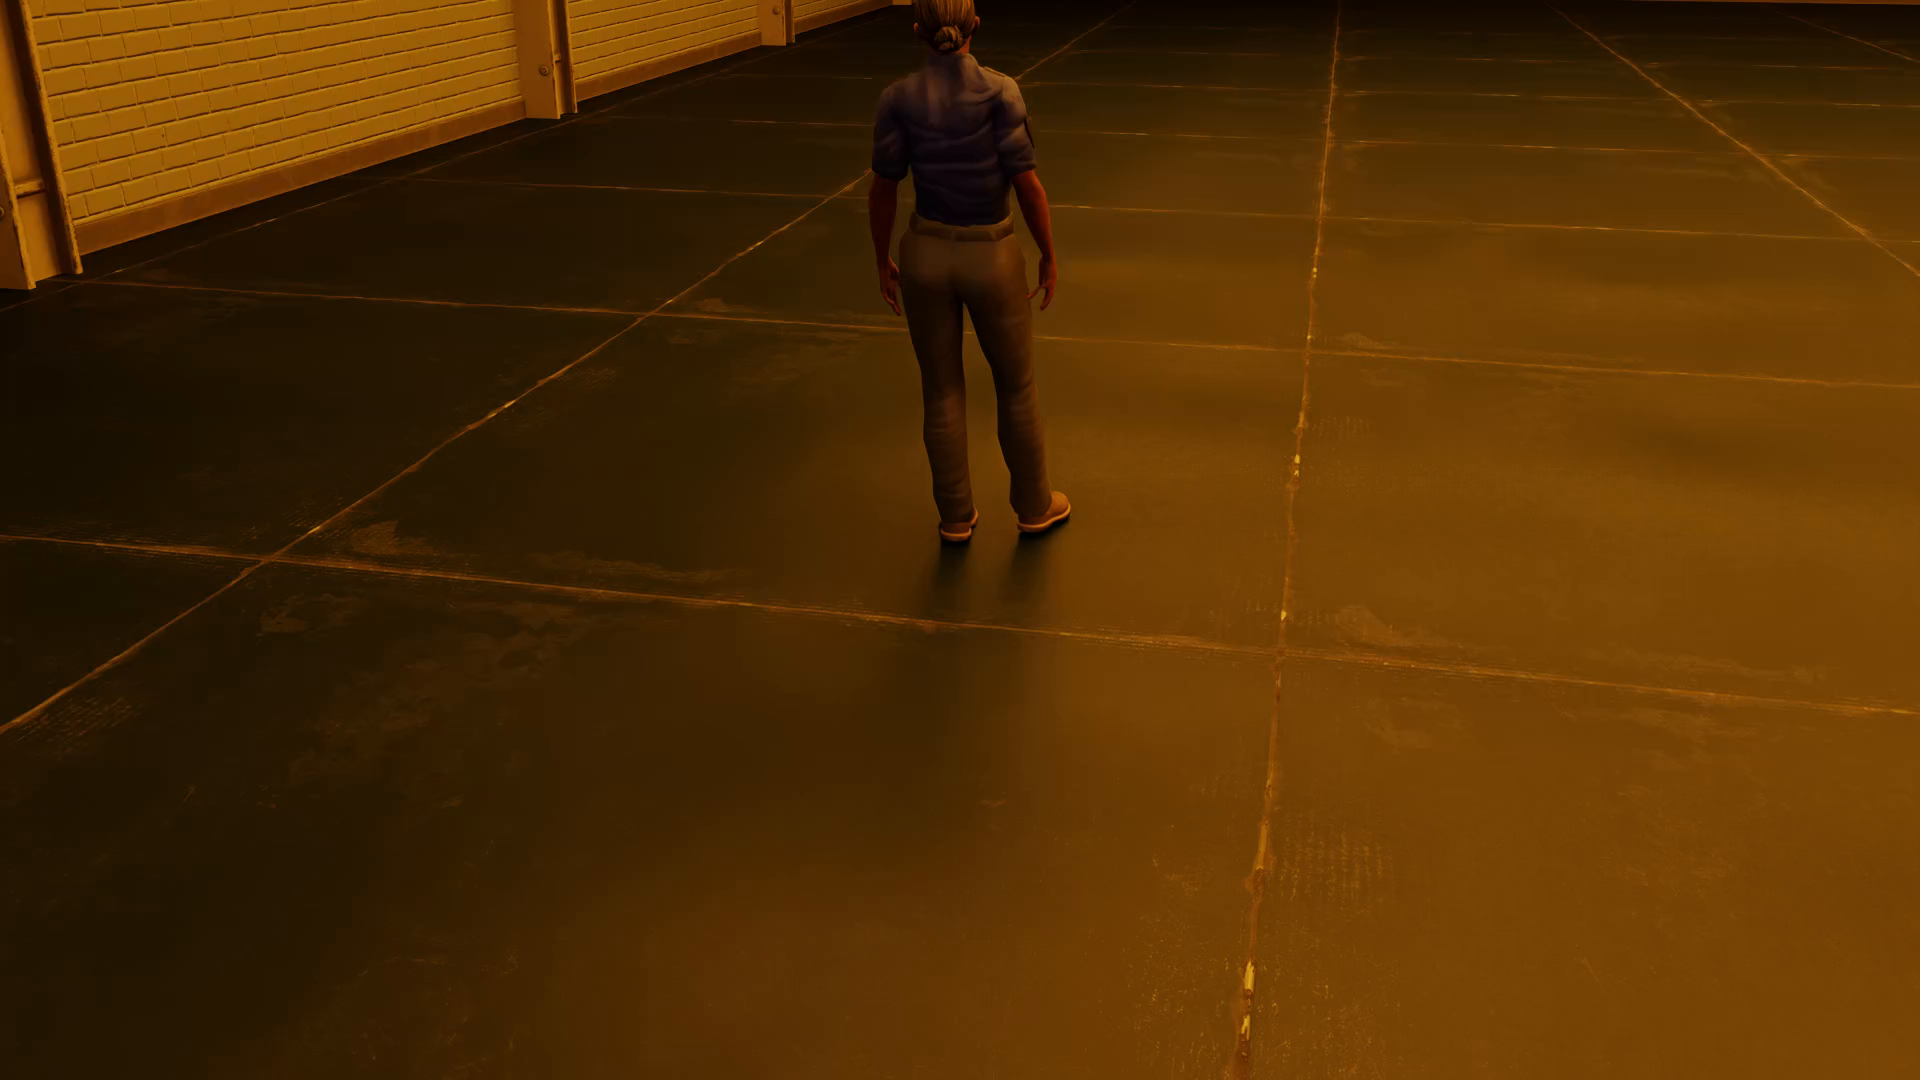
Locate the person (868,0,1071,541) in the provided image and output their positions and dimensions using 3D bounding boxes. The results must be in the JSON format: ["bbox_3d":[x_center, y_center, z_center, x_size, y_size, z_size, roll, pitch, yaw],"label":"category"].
[{"bbox_3d":[0.038,-0.804,4.909,0.569,1.656,0.503,5,23,11],"label":"person"}]
